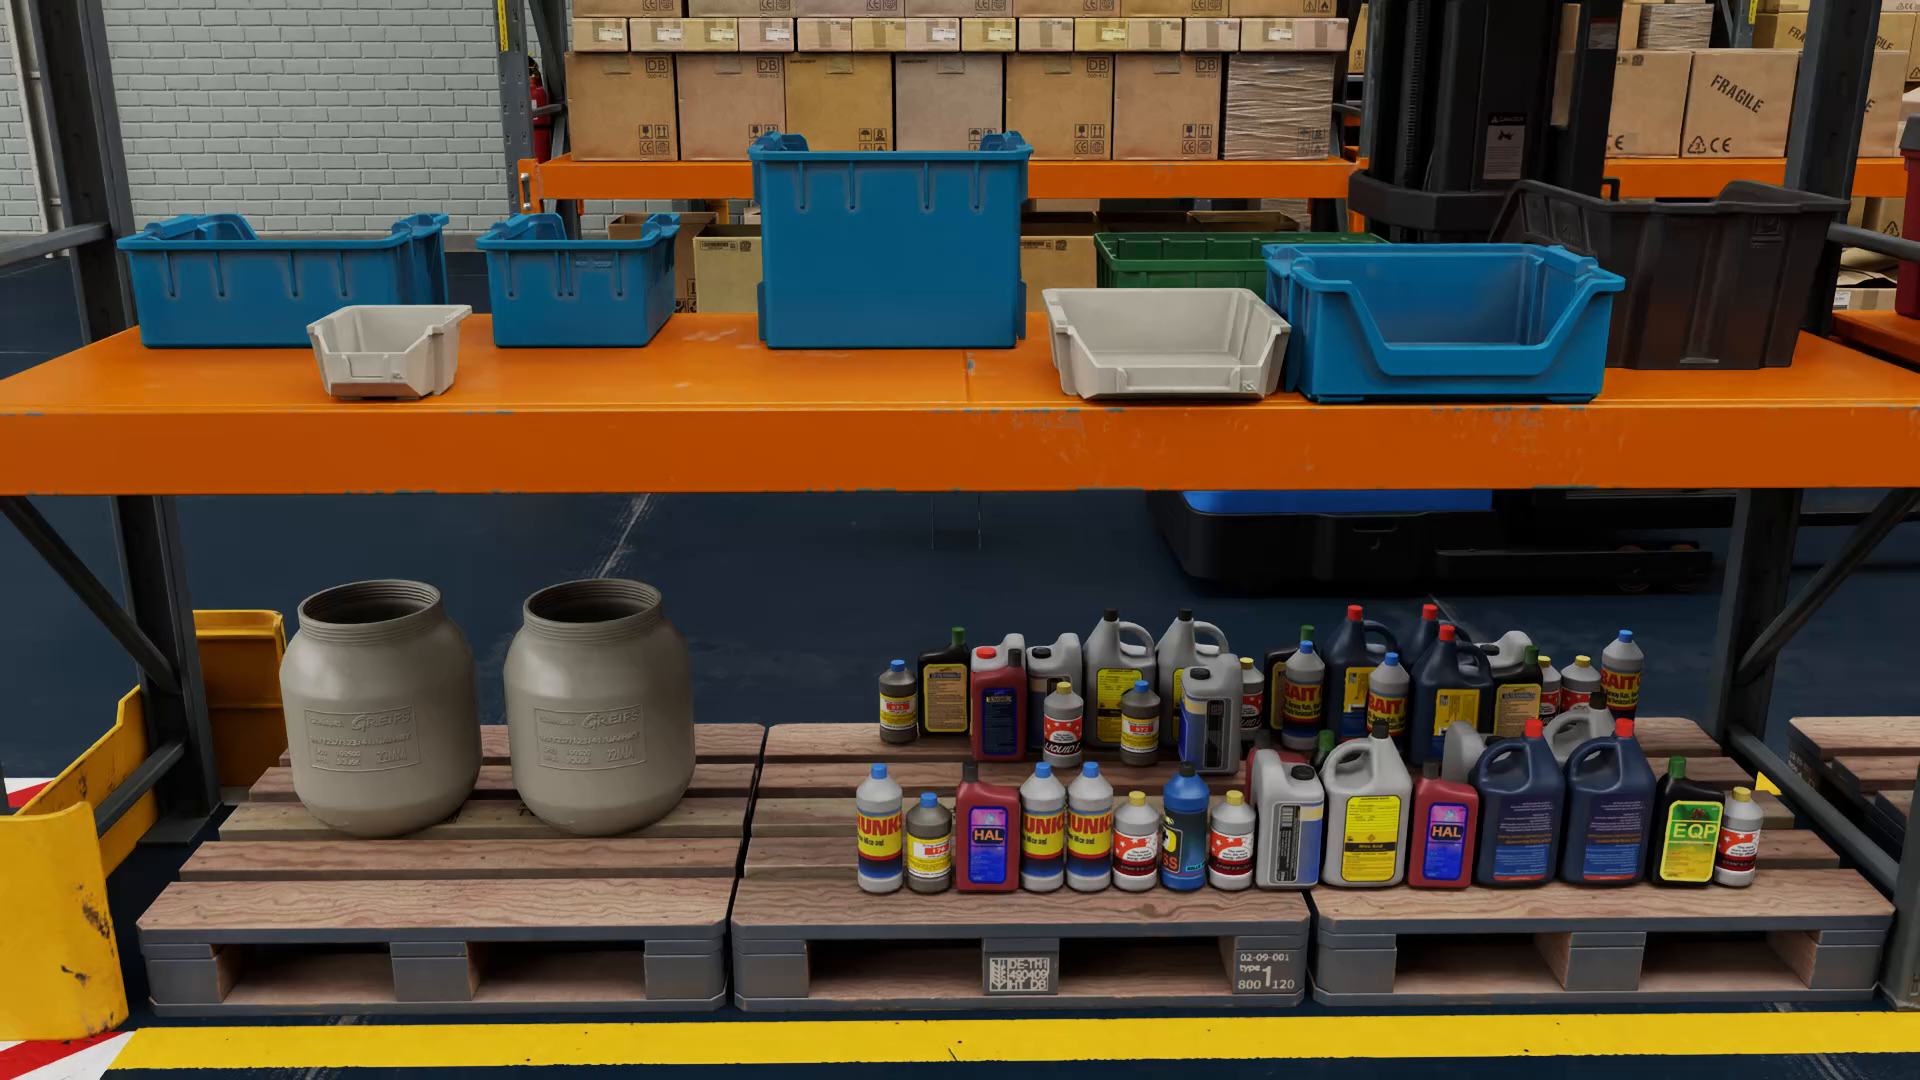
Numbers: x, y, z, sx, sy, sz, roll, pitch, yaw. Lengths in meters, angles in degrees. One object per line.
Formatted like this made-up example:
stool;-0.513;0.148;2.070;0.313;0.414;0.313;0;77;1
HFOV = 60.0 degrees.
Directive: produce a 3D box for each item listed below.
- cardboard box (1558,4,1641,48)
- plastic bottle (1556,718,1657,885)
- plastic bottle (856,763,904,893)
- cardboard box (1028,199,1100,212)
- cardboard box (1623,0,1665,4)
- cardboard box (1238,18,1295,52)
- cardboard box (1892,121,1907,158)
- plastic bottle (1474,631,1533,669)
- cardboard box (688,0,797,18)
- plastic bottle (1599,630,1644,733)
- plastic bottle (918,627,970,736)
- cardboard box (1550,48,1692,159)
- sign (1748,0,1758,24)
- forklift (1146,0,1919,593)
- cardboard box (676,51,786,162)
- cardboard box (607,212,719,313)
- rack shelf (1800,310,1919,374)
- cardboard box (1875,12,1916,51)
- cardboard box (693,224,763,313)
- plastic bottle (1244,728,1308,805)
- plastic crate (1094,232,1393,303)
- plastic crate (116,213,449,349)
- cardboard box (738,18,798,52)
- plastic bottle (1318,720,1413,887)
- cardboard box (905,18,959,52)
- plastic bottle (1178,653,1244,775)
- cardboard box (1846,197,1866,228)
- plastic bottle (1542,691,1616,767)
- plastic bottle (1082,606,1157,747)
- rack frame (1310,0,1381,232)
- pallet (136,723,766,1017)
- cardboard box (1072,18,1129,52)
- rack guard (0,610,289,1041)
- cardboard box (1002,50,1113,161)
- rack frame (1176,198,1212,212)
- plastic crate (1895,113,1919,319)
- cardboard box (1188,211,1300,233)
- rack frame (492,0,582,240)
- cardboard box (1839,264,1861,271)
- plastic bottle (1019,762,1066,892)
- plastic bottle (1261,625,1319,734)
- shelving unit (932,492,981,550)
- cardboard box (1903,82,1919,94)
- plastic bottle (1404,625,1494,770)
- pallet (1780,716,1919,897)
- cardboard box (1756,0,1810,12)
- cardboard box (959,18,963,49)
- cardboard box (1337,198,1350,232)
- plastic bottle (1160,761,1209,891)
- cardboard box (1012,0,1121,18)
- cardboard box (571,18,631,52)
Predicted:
cardboard box;4.828;-3.881;12.850;0.500;0.500;0.700;-2;18;-6
plastic bottle;1.373;0.548;3.544;0.185;0.351;0.144;-1;18;-2
plastic bottle;-0.169;0.601;3.511;0.097;0.271;0.097;0;18;0
cardboard box;0.819;-2.622;13.184;0.500;0.500;0.500;-2;18;-5
cardboard box;5.190;-4.189;12.749;0.250;0.149;0.380;-3;18;-10
cardboard box;1.423;-2.397;7.883;0.250;0.149;0.380;-1;18;-2
cardboard box;4.664;-1.984;8.233;0.250;0.149;0.380;1;18;3
plastic bottle;1.364;0.370;4.221;0.135;0.276;0.152;0;18;1
cardboard box;-1.016;-2.756;7.942;0.500;0.500;0.700;-1;18;-2
plastic bottle;1.687;0.363;4.253;0.097;0.271;0.097;0;18;0
plastic bottle;-0.041;0.360;4.242;0.133;0.283;0.061;0;18;0
cardboard box;3.233;-2.156;8.195;0.500;0.500;0.500;1;18;3
sign;5.874;-3.988;12.302;0.005;0.325;0.100;0;18;-1
forklift;2.295;-1.369;6.016;3.031;2.935;1.130;-1;18;-3
cardboard box;-1.069;-2.138;8.139;0.500;0.500;0.700;0;18;1
cardboard box;-1.530;-1.429;8.679;0.500;0.500;0.500;0;18;-1
rack shelf;4.013;-0.262;3.631;4.000;0.370;1.077;0;18;-1
cardboard box;6.869;-3.762;12.682;0.500;0.500;0.500;0;18;1
cardboard box;-1.022;-1.274;8.194;0.500;0.500;0.500;0;18;-1
plastic bottle;0.694;0.550;3.649;0.133;0.283;0.061;0;18;-1
plastic crate;0.651;-0.573;3.771;0.662;0.188;0.450;0;18;-1
plastic crate;-1.491;-0.598;3.746;0.616;0.251;0.499;0;18;-1
cardboard box;-0.900;-2.384;7.844;0.250;0.149;0.380;-1;18;-2
plastic bottle;0.859;0.551;3.536;0.185;0.351;0.144;0;18;-1
cardboard box;-0.129;-2.388;7.856;0.250;0.149;0.380;0;18;0
plastic bottle;0.613;0.418;4.073;0.135;0.276;0.152;0;18;-1
cardboard box;6.593;-2.780;13.134;0.750;0.750;0.750;-1;18;-2
plastic bottle;1.371;0.504;3.681;0.185;0.351;0.144;0;18;-1
plastic bottle;0.399;0.338;4.199;0.185;0.351;0.144;0;18;1
rack frame;1.938;-2.108;8.207;0.127;3.000;1.000;0;18;-1
pallet;-1.099;0.735;3.910;1.213;0.211;1.003;0;18;-1
cardboard box;0.652;-2.393;7.871;0.250;0.149;0.380;0;18;-1
rack guard;-1.912;0.600;3.858;0.348;0.500;1.175;0;18;-1
cardboard box;0.466;-2.145;8.161;0.500;0.500;0.700;0;18;0
rack frame;1.856;-3.620;12.923;0.127;3.000;1.000;0;18;-1
plastic crate;2.492;-0.721;3.780;0.583;0.464;0.402;0;18;-1
cardboard box;1.470;-1.449;8.739;0.500;0.500;0.500;0;18;-1
rack frame;-2.061;-2.088;8.147;0.127;3.000;1.000;0;18;-1
cardboard box;4.374;-1.365;8.787;0.500;0.311;0.500;-1;18;-2
plastic bottle;0.174;0.599;3.516;0.097;0.271;0.097;0;18;0
plastic bottle;0.845;0.355;4.256;0.133;0.283;0.061;1;18;2
shelving unit;-0.014;-0.571;6.364;0.189;1.200;0.258;0;18;-1
cardboard box;7.217;-3.477;12.855;0.250;0.149;0.380;0;18;0
plastic bottle;1.201;0.378;4.074;0.185;0.351;0.144;0;18;-1
pallet;2.797;0.717;3.965;1.213;0.211;1.003;0;18;-1
cardboard box;6.343;-4.119;12.567;0.500;0.250;0.500;0;18;0
cardboard box;0.118;-2.513;8.246;0.250;0.149;0.380;0;18;-1
cardboard box;3.108;-2.666;13.320;0.500;0.500;0.700;-1;18;-2
plastic bottle;0.476;0.598;3.520;0.097;0.271;0.097;0;18;0
cardboard box;0.489;-2.764;7.965;0.500;0.500;0.700;0;18;-1
cardboard box;-1.665;-2.381;7.833;0.250;0.149;0.380;0;18;-1
